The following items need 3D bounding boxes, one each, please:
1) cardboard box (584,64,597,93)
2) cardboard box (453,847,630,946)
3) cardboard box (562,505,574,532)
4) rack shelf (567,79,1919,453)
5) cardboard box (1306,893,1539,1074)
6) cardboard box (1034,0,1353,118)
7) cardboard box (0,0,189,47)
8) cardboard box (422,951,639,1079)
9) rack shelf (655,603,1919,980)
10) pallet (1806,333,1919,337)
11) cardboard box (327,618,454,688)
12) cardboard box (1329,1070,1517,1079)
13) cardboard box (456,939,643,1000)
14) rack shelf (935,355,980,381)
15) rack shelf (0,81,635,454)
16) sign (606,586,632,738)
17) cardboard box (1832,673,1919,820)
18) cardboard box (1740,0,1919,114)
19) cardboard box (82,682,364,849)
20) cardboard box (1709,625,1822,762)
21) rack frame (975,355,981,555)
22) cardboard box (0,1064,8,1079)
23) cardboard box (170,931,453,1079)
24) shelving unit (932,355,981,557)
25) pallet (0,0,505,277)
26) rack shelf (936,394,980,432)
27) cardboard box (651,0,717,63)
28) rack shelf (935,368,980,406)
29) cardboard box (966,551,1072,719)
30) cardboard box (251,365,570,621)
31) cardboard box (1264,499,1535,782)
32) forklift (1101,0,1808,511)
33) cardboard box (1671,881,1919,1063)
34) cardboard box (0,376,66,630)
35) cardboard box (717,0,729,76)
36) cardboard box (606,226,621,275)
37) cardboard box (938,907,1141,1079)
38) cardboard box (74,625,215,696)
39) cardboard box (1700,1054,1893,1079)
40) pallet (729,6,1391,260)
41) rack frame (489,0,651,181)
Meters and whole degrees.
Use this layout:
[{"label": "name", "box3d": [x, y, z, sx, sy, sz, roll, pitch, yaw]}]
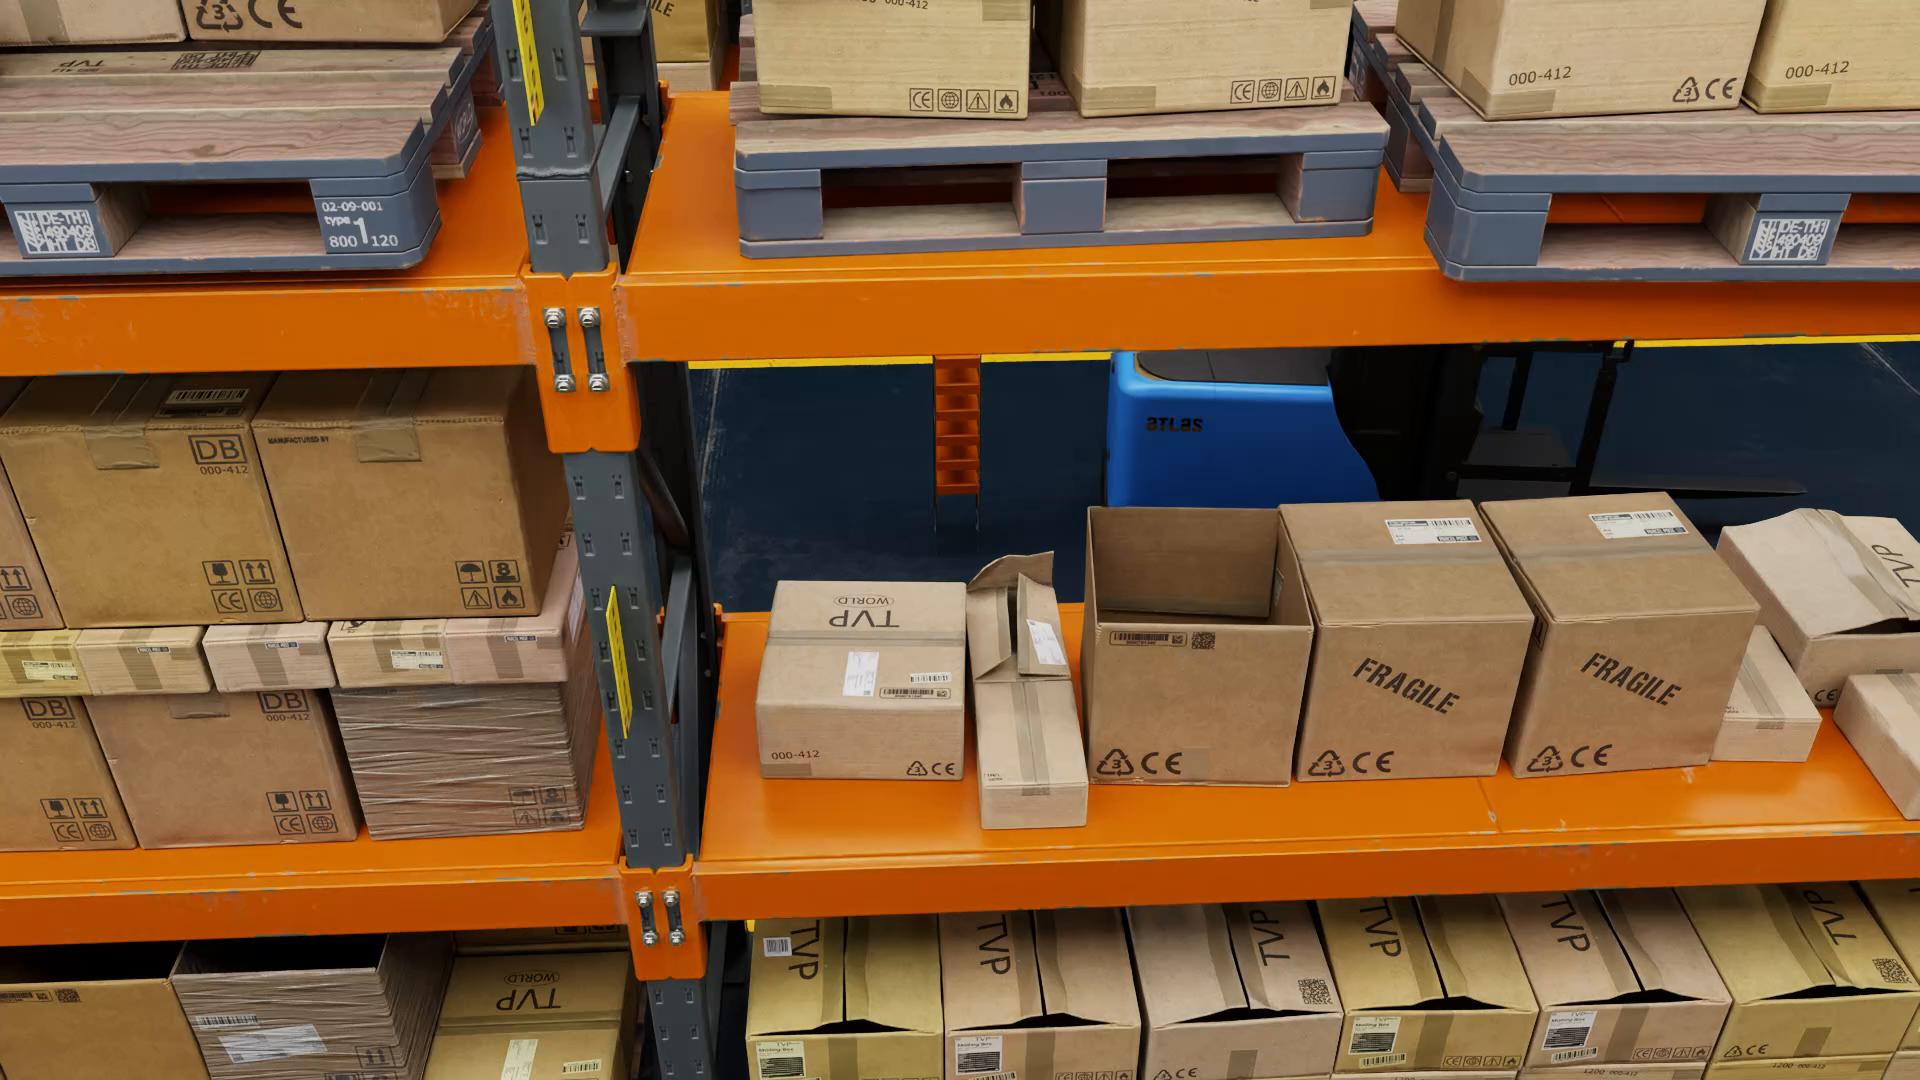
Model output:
[{"label": "cardboard box", "box3d": [-1.922, -2.242, 7.967, 0.500, 0.250, 0.500, -1, 35, -2]}, {"label": "cardboard box", "box3d": [-1.205, 0.811, 4.831, 0.500, 0.500, 0.500, -2, 35, -2]}, {"label": "cardboard box", "box3d": [-1.004, -0.084, 4.077, 0.250, 0.149, 0.380, -2, 35, -2]}, {"label": "rack shelf", "box3d": [1.271, -0.665, 3.571, 4.000, 0.370, 1.077, -2, 35, -2]}, {"label": "cardboard box", "box3d": [1.233, 1.143, 4.518, 0.500, 0.311, 0.500, -1, 35, -1]}, {"label": "cardboard box", "box3d": [0.438, -1.045, 3.251, 0.500, 0.250, 0.500, -5, 35, -7]}, {"label": "cardboard box", "box3d": [-1.782, -1.222, 3.330, 0.500, 0.311, 0.500, -3, 35, -5]}, {"label": "cardboard box", "box3d": [-1.180, 1.422, 4.607, 0.500, 0.250, 0.500, -2, 35, -2]}, {"label": "rack shelf", "box3d": [1.271, 0.569, 4.424, 4.000, 0.370, 1.077, -2, 35, -2]}, {"label": "pallet", "box3d": [5.037, -1.460, 9.174, 1.213, 0.211, 1.003, -2, 35, -2]}, {"label": "cardboard box", "box3d": [-1.235, 0.154, 3.734, 0.250, 0.149, 0.380, -2, 35, -3]}, {"label": "cardboard box", "box3d": [1.224, 1.373, 4.677, 0.500, 0.250, 0.500, -1, 35, -1]}, {"label": "cardboard box", "box3d": [-1.204, 1.125, 5.036, 0.500, 0.250, 0.500, -2, 35, -2]}, {"label": "rack shelf", "box3d": [-0.014, -0.752, 6.728, 0.180, 0.103, 0.258, -2, 35, -2]}, {"label": "rack shelf", "box3d": [-2.725, -0.557, 3.415, 4.000, 0.370, 1.077, -2, 35, -2]}, {"label": "sign", "box3d": [-0.699, 0.254, 3.417, 0.005, 0.325, 0.100, -2, 35, -2]}, {"label": "cardboard box", "box3d": [2.383, 0.504, 4.107, 0.250, 0.149, 0.380, -2, 35, -2]}, {"label": "cardboard box", "box3d": [1.723, -1.048, 3.255, 0.500, 0.250, 0.500, -2, 35, -3]}, {"label": "cardboard box", "box3d": [-1.696, 0.319, 4.065, 0.500, 0.500, 0.700, -2, 35, -3]}, {"label": "cardboard box", "box3d": [1.997, 0.389, 4.273, 0.250, 0.149, 0.380, 1, 35, 1]}, {"label": "rack frame", "box3d": [0.077, -0.495, 6.912, 0.006, 1.200, 0.240, -2, 35, -2]}, {"label": "cardboard box", "box3d": [-2.678, 1.157, 4.330, 0.500, 0.500, 0.500, -2, 35, -2]}, {"label": "cardboard box", "box3d": [-1.680, 1.120, 4.384, 0.500, 0.500, 0.500, -2, 35, -2]}, {"label": "shelving unit", "box3d": [-0.014, -0.493, 6.908, 0.189, 1.200, 0.258, -2, 35, -2]}, {"label": "pallet", "box3d": [-1.578, -0.832, 3.259, 1.213, 0.211, 1.003, -2, 35, -2]}, {"label": "rack shelf", "box3d": [-0.014, -0.555, 6.865, 0.180, 0.103, 0.258, -2, 35, -2]}, {"label": "cardboard box", "box3d": [-1.423, -2.555, 7.762, 0.500, 0.500, 0.500, -2, 35, -2]}, {"label": "rack shelf", "box3d": [-0.014, -0.654, 6.797, 0.180, 0.103, 0.258, -2, 35, -2]}, {"label": "cardboard box", "box3d": [0.143, 0.254, 4.365, 0.258, 0.266, 0.396, -2, 35, -3]}, {"label": "cardboard box", "box3d": [-1.170, -0.232, 3.722, 0.500, 0.500, 0.700, -1, 35, -2]}, {"label": "cardboard box", "box3d": [1.068, 0.247, 4.170, 0.500, 0.500, 0.500, -1, 35, -2]}, {"label": "forklift", "box3d": [2.123, -1.128, 6.305, 3.031, 2.935, 1.130, 2, 35, 3]}, {"label": "cardboard box", "box3d": [2.238, 1.118, 4.553, 0.500, 0.311, 0.500, -2, 35, -3]}, {"label": "cardboard box", "box3d": [-2.175, -0.205, 3.682, 0.500, 0.500, 0.700, -2, 35, -2]}, {"label": "cardboard box", "box3d": [-1.445, -2.545, 8.405, 0.500, 0.250, 0.500, -1, 35, -2]}, {"label": "cardboard box", "box3d": [-2.000, -1.591, 8.723, 0.500, 0.500, 0.500, -4, 35, -6]}, {"label": "cardboard box", "box3d": [0.198, 1.174, 4.472, 0.500, 0.311, 0.500, -2, 35, -3]}, {"label": "cardboard box", "box3d": [-1.759, 0.170, 3.711, 0.250, 0.149, 0.380, -2, 35, -2]}, {"label": "cardboard box", "box3d": [2.240, 1.346, 4.717, 0.500, 0.250, 0.500, -2, 35, -3]}, {"label": "pallet", "box3d": [0.154, -0.859, 3.388, 1.217, 0.209, 0.805, -3, 35, -4]}, {"label": "rack frame", "box3d": [-0.727, -2.140, 2.435, 0.127, 3.000, 1.000, -2, 35, -2]}]
